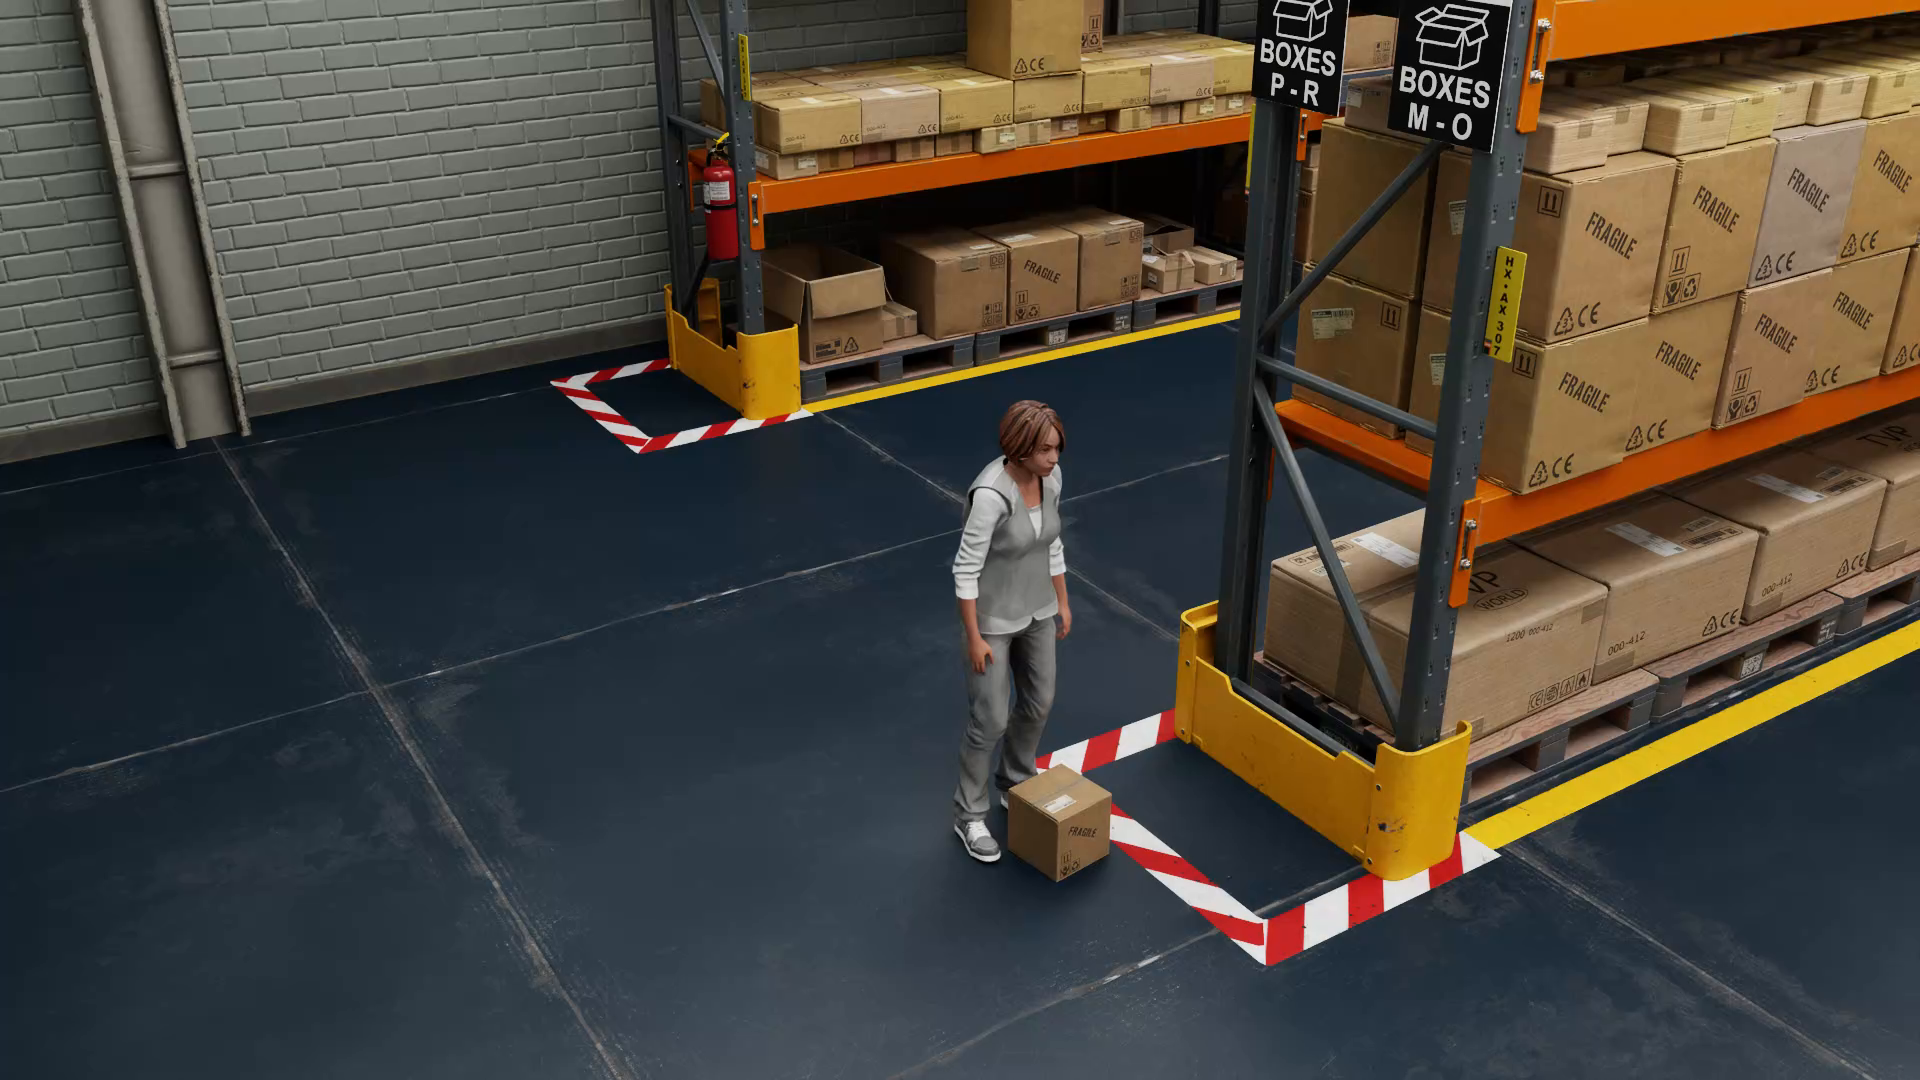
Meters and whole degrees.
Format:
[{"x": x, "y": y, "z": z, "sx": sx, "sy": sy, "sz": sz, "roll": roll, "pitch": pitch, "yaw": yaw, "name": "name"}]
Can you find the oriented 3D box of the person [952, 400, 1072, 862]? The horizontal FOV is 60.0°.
[{"x": 0.171, "y": 0.278, "z": 5.538, "sx": 0.484, "sy": 1.594, "sz": 0.341, "roll": -21, "pitch": 33, "yaw": -37, "name": "person"}]
